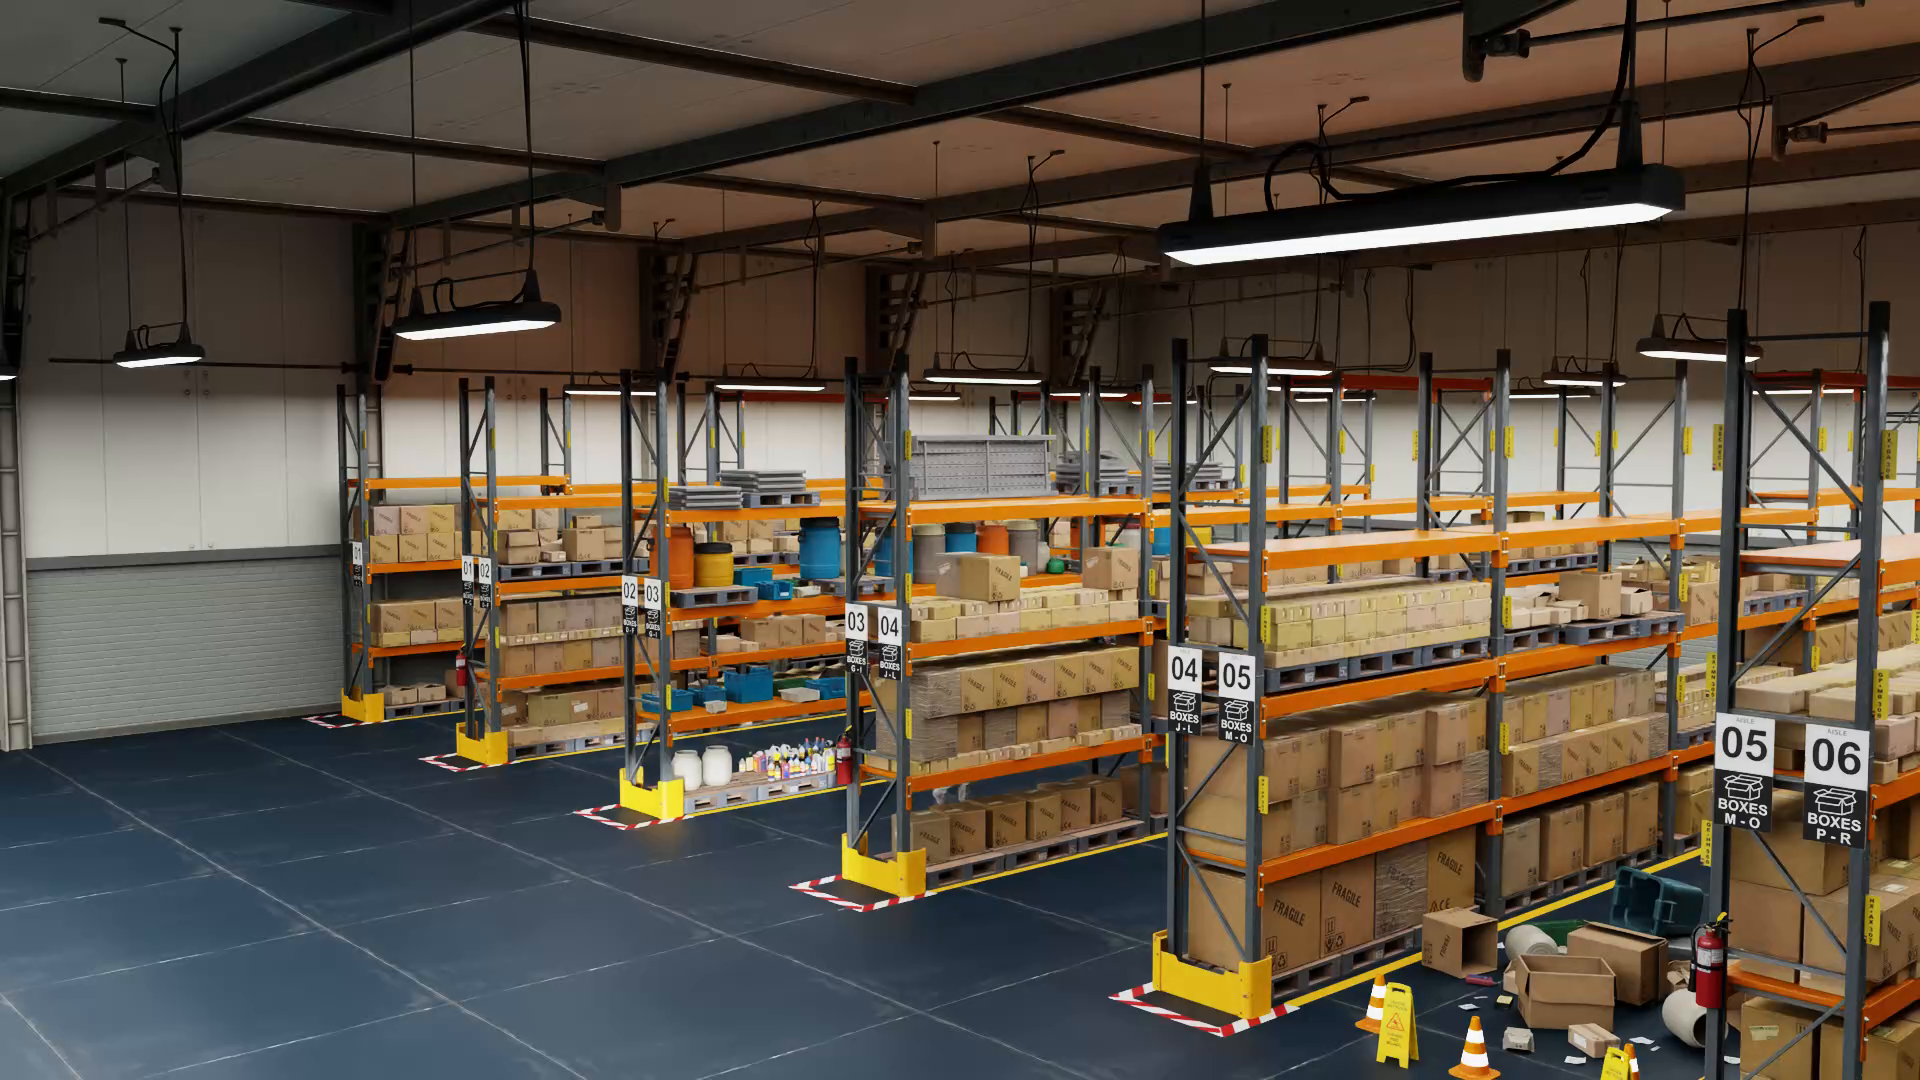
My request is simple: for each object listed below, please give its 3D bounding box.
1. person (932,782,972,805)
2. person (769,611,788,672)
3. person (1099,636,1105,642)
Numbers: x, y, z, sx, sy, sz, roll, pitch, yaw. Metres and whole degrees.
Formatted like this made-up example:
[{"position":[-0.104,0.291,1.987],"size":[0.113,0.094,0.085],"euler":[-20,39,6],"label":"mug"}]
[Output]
[{"position":[-0.027,2.804,22.260],"size":[0.669,1.777,0.544],"euler":[-1,4,-8],"label":"person"},{"position":[-3.579,2.092,32.755],"size":[0.681,1.771,0.345],"euler":[-3,5,-34],"label":"person"},{"position":[2.691,2.198,32.517],"size":[0.424,1.574,0.506],"euler":[3,5,42],"label":"person"}]
